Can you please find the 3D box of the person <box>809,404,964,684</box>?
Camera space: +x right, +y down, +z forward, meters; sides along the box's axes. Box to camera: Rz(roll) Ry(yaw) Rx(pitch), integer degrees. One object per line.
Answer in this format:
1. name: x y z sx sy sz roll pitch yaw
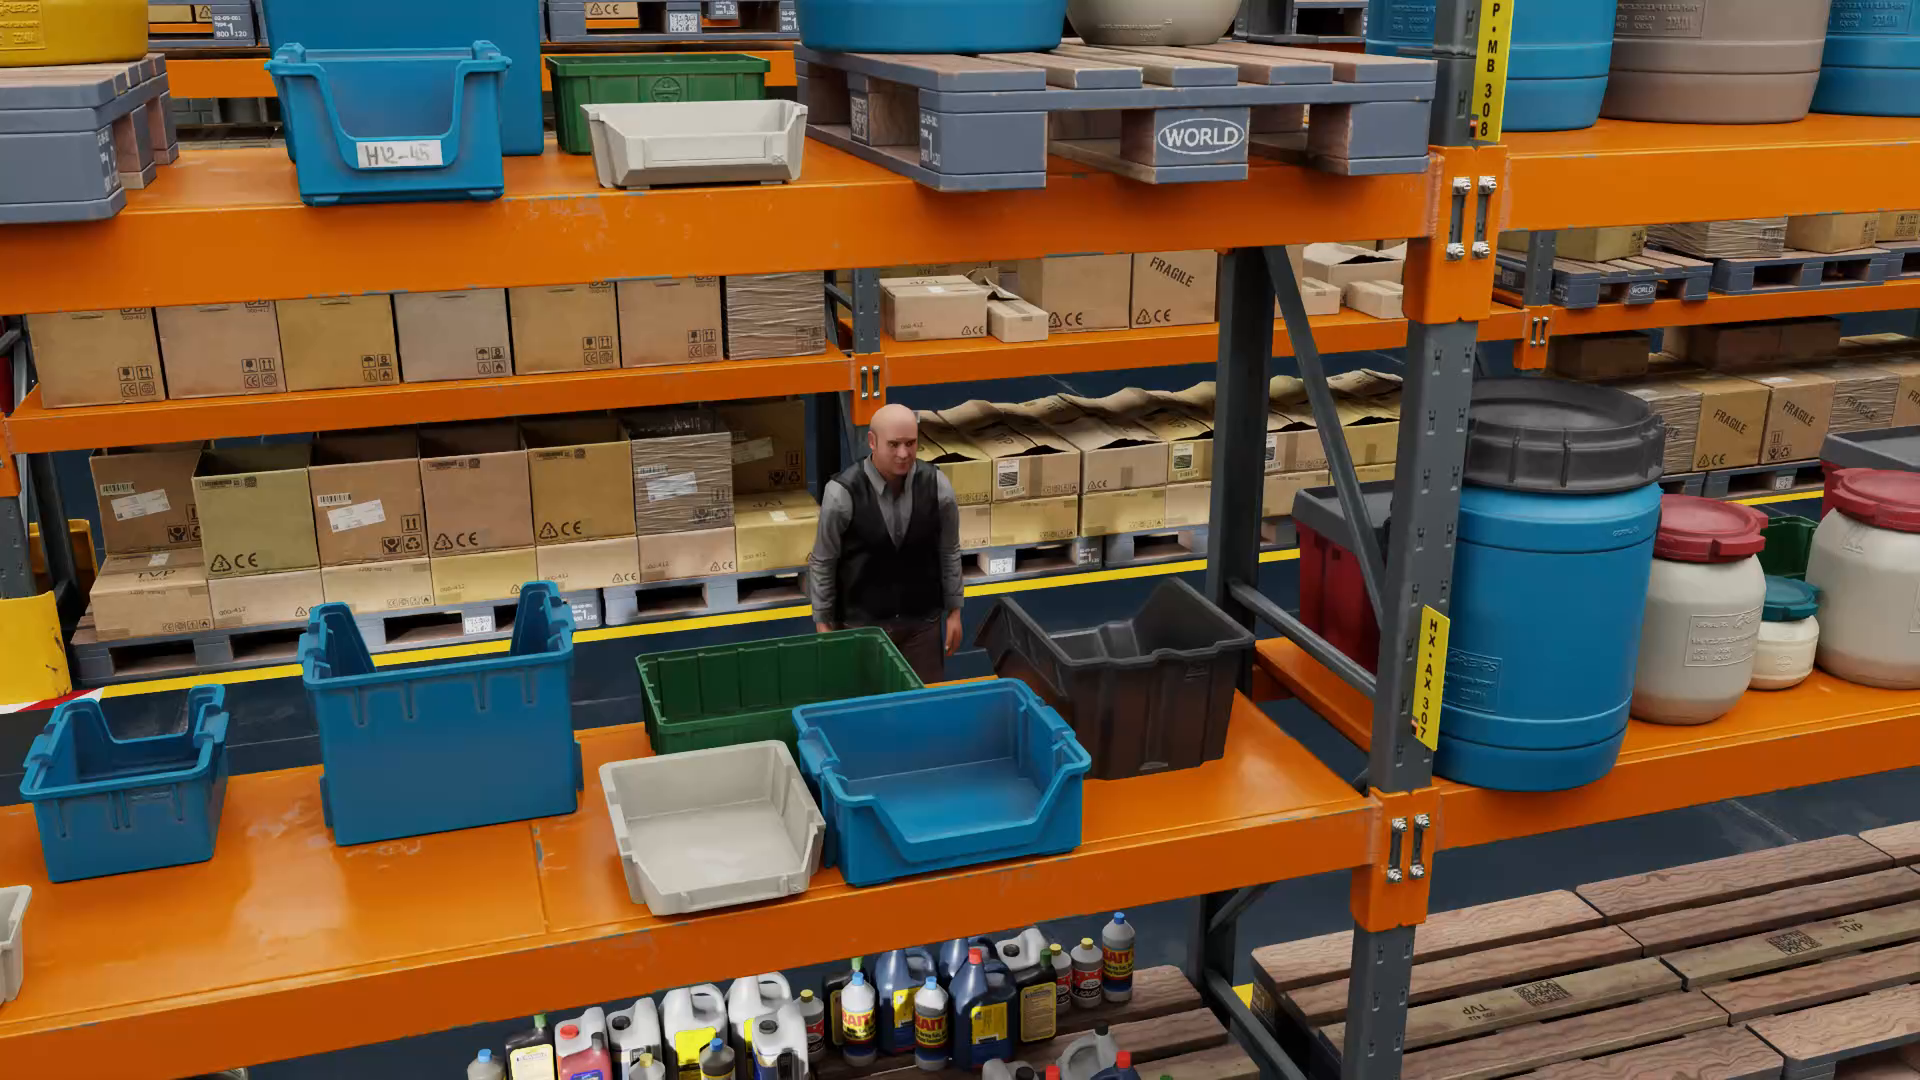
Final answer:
1. person: -0.269 0.316 6.189 0.581 1.721 0.420 -6 20 -17
